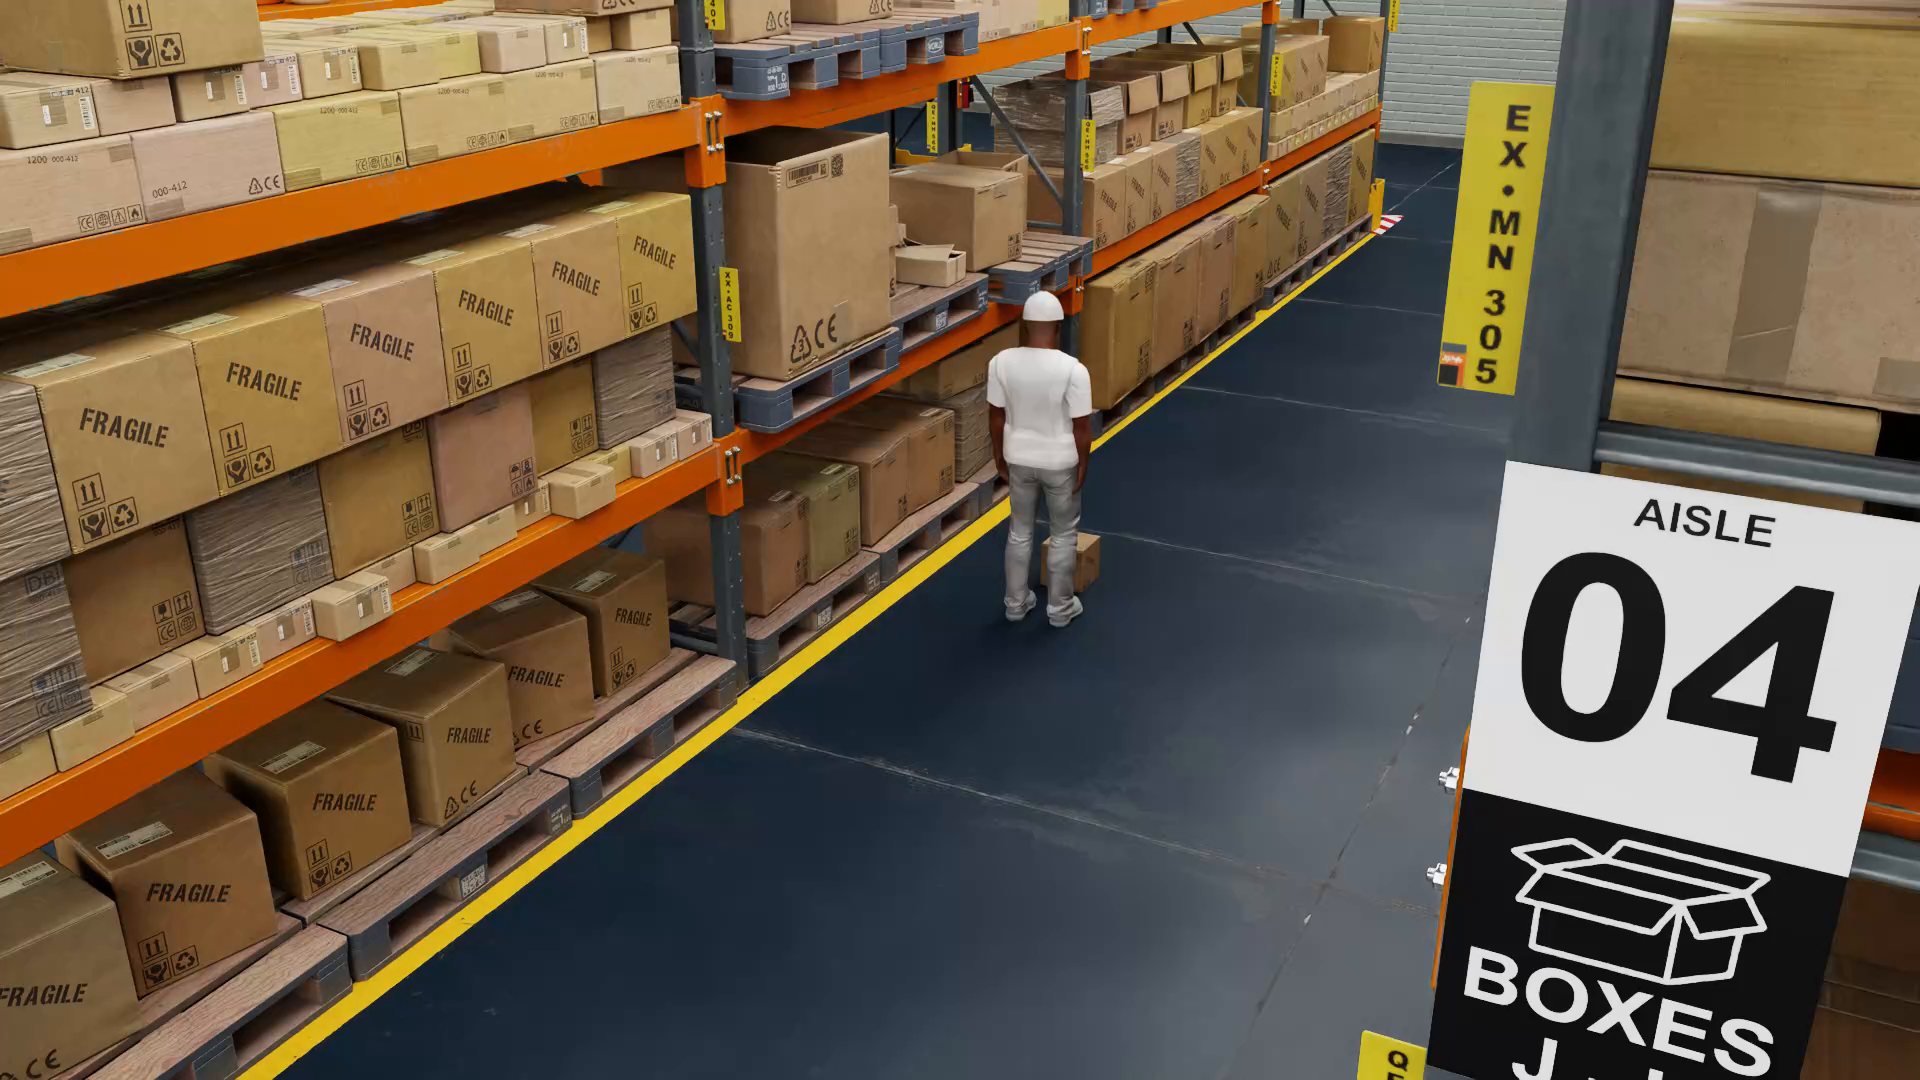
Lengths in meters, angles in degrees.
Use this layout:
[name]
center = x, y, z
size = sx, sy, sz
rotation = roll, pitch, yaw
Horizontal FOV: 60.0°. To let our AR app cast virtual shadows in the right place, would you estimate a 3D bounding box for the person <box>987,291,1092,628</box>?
[person]
center = 0.417, -0.415, 8.567
size = 0.565, 1.760, 0.367
rotation = 10, 25, 22
